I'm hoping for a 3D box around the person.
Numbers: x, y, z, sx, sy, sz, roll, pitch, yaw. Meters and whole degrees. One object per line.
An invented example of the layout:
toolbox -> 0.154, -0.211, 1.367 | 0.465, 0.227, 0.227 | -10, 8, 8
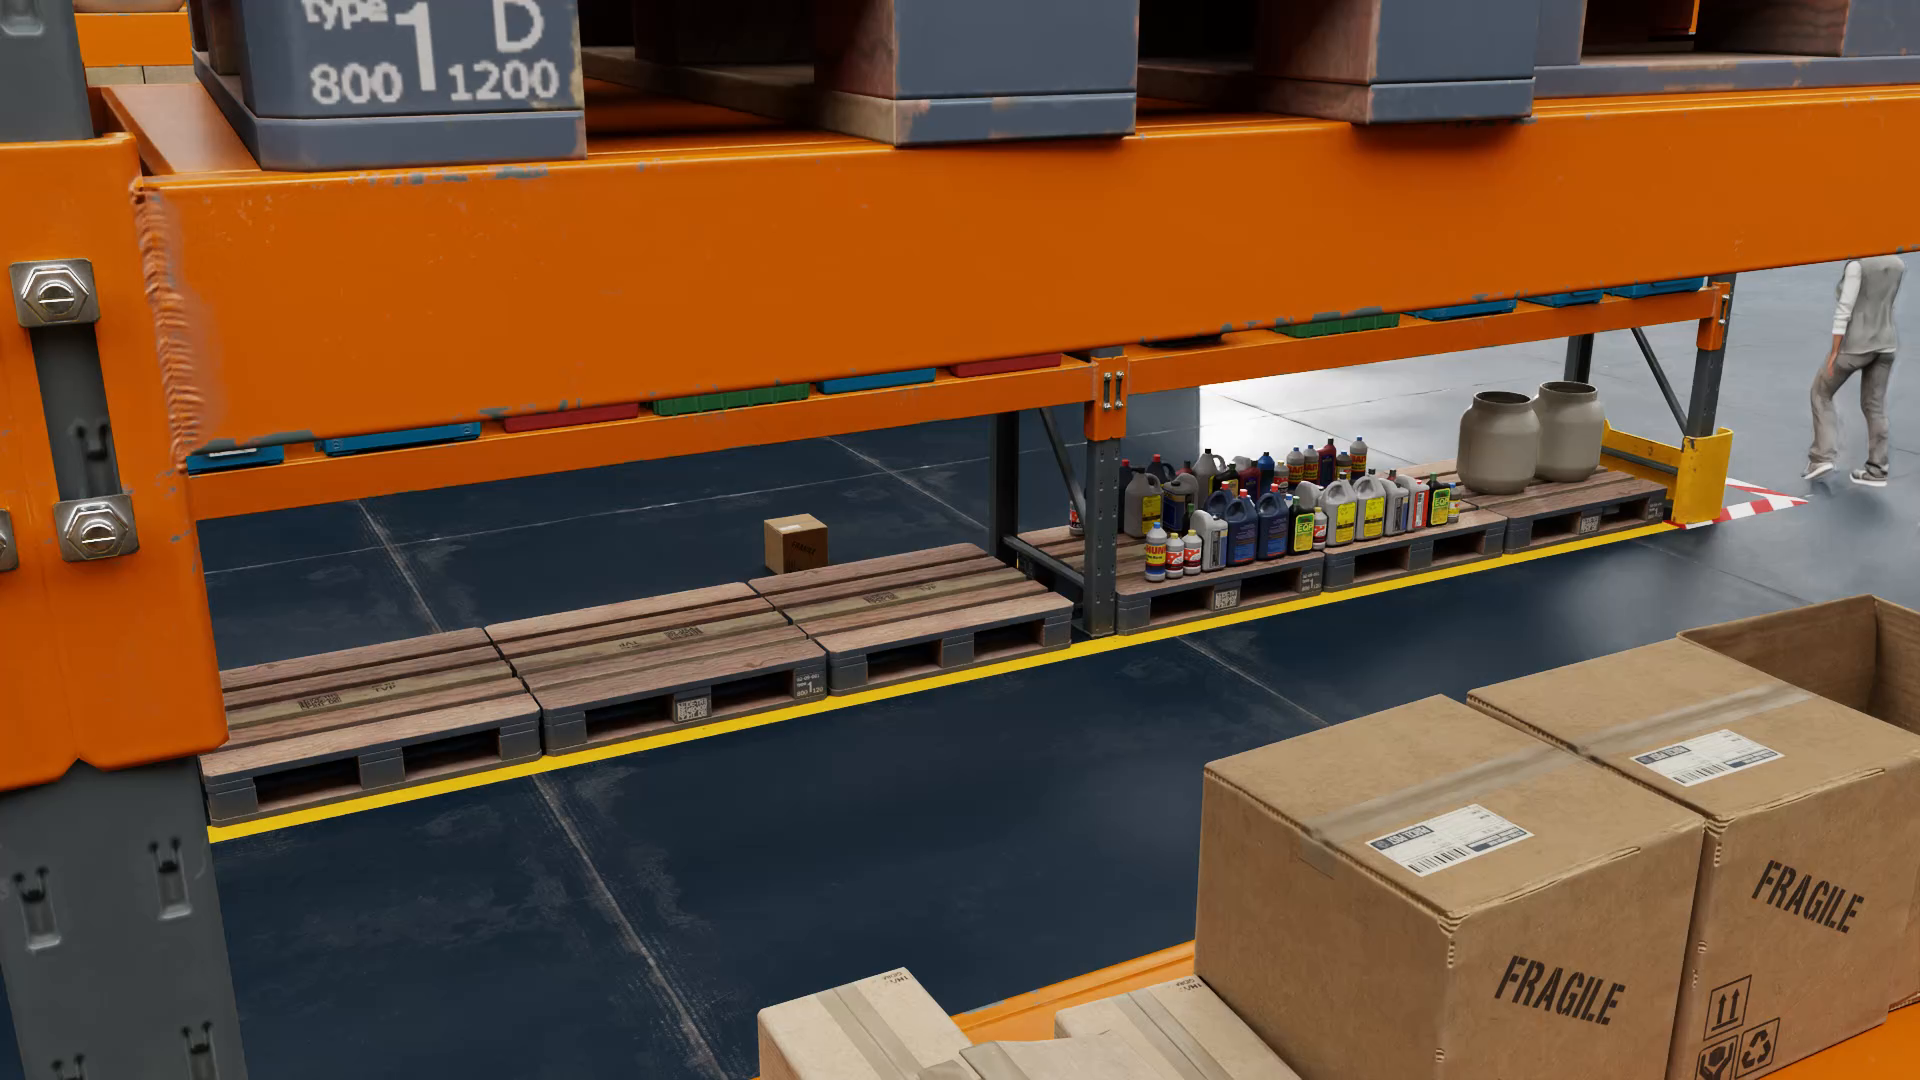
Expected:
person -> 5.286, -1.071, 9.759 | 0.517, 1.650, 0.580 | -5, 19, -14
